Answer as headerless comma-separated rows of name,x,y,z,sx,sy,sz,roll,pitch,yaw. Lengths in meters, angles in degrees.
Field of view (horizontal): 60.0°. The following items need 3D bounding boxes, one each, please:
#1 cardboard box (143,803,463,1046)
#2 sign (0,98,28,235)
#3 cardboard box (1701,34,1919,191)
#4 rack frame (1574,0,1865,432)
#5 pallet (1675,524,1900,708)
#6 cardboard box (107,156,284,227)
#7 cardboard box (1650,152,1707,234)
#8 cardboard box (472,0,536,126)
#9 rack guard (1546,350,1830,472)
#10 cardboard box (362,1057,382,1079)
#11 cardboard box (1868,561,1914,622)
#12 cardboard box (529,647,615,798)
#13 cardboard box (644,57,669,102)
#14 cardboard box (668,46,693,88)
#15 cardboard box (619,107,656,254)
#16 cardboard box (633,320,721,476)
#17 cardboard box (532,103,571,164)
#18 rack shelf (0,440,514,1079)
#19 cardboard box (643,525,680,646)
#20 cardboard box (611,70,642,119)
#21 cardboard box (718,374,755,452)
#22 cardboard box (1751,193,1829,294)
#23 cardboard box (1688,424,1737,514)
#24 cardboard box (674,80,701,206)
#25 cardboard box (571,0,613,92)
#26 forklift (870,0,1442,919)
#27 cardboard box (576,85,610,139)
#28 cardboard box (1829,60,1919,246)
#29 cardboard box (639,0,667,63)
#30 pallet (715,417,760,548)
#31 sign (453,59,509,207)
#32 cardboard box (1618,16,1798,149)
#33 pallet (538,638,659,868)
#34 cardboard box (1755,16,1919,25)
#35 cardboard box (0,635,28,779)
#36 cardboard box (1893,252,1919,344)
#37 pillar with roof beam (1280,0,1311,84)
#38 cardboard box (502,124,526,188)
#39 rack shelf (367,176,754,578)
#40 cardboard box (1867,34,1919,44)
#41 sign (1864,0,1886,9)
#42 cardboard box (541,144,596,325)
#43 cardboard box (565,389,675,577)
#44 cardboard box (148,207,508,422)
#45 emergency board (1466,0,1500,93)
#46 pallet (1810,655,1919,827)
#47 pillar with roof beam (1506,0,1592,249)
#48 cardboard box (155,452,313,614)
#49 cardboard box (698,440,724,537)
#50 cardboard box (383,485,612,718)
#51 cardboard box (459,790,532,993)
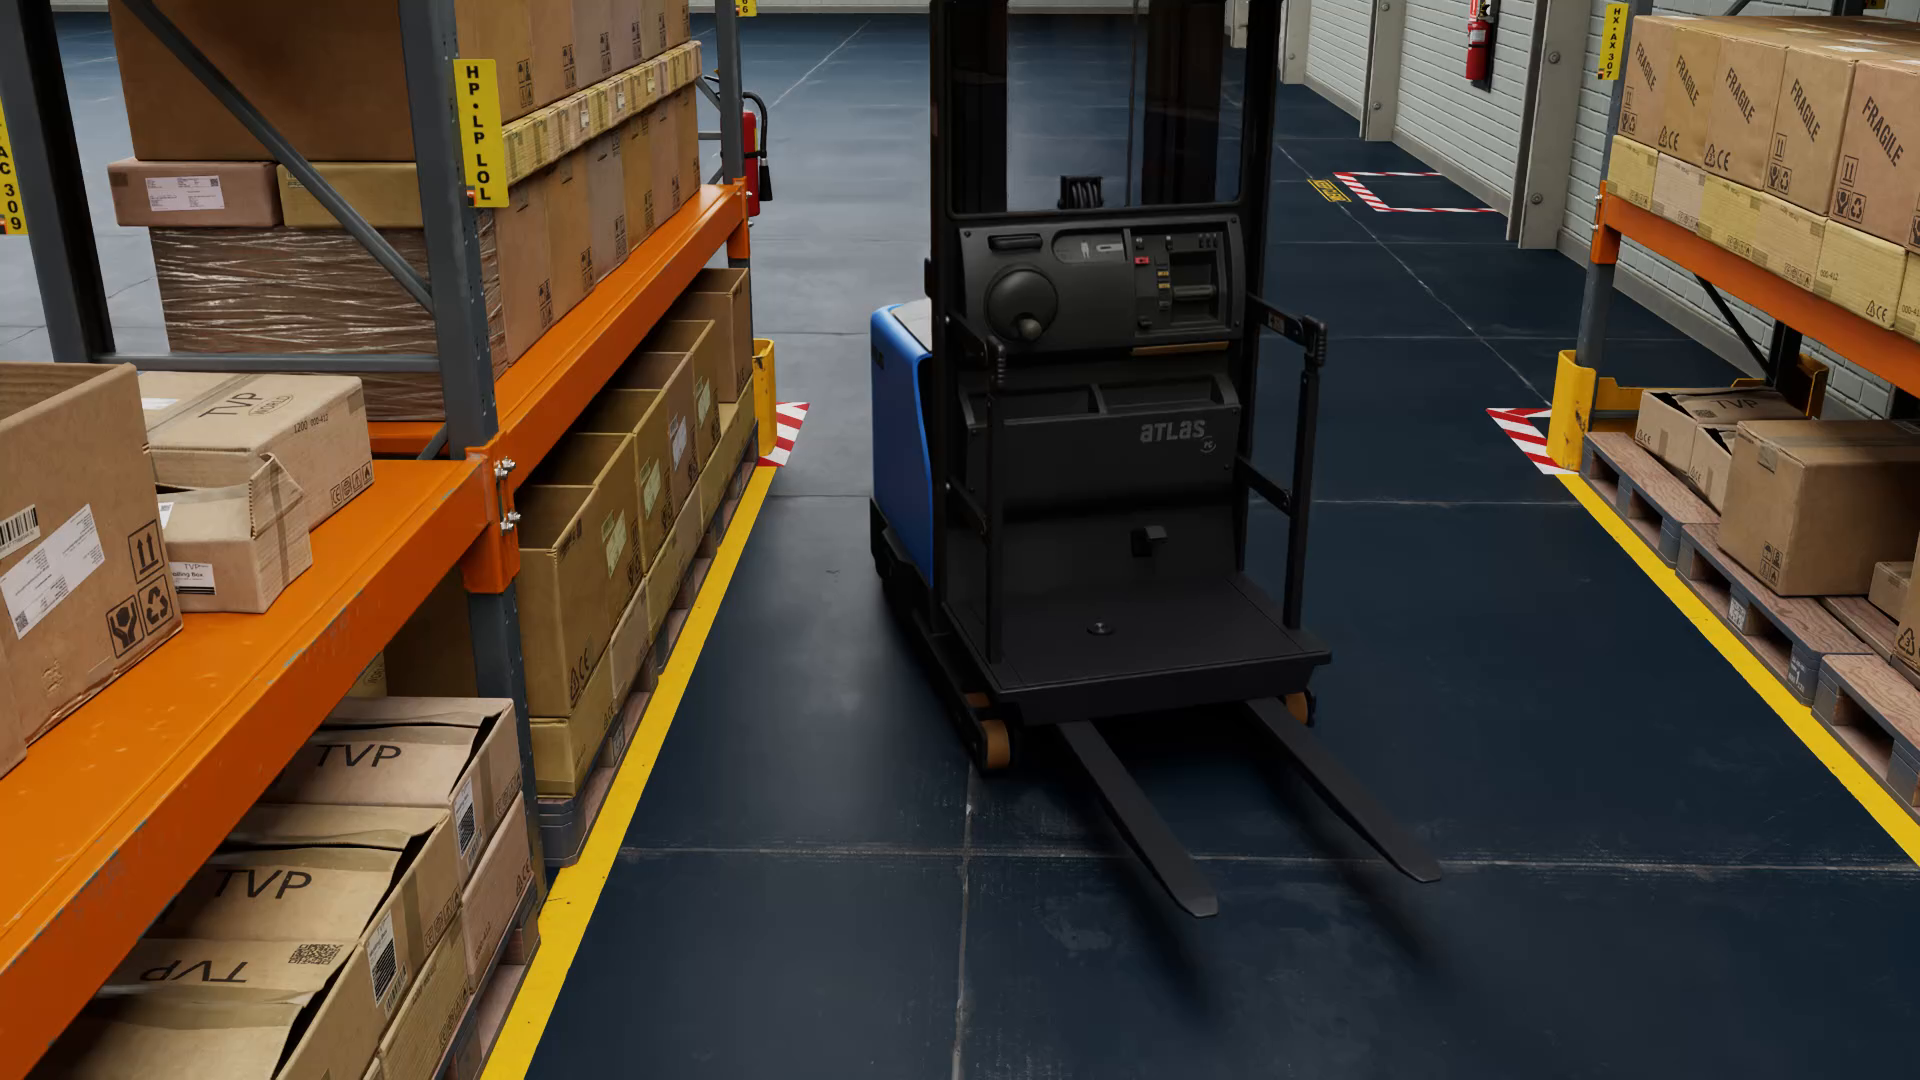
cardboard box,-1.359,0.749,3.397,0.500,0.311,0.500,1,21,3
sign,-2.179,-0.860,3.791,0.100,0.325,0.005,1,21,2
cardboard box,3.087,-1.561,6.048,0.500,0.500,0.500,0,21,0
rack frame,3.449,-1.807,7.538,1.000,3.000,0.127,1,21,2
pallet,3.347,0.254,6.082,1.003,0.211,1.213,1,21,2
cardboard box,-1.830,-0.863,4.072,0.380,0.149,0.250,1,21,2
cardboard box,3.115,-1.385,6.632,0.500,0.250,0.500,0,21,0
cardboard box,-1.603,-1.408,4.580,0.700,0.500,0.500,1,21,1
rack guard,3.447,-0.614,7.920,1.175,0.500,0.348,1,21,2
cardboard box,-1.379,1.194,3.027,0.500,0.250,0.500,1,21,3
cardboard box,3.396,0.186,5.737,0.380,0.149,0.250,-1,21,-3
cardboard box,-1.307,0.508,4.793,0.500,0.250,0.500,1,21,2
cardboard box,-1.348,-1.790,6.462,0.380,0.149,0.250,1,21,2
cardboard box,-1.330,-1.974,6.934,0.380,0.149,0.250,1,21,3
cardboard box,-1.561,-1.368,6.270,0.700,0.500,0.500,1,21,2
cardboard box,-1.237,-0.564,6.521,0.500,0.500,0.500,1,21,2
cardboard box,-1.392,-1.227,5.009,0.380,0.149,0.250,0,21,0
rack shelf,-1.685,0.645,2.214,1.077,0.370,4.000,1,21,2
cardboard box,-1.266,0.147,5.724,0.500,0.250,0.500,1,21,2
cardboard box,-1.361,-1.600,5.972,0.380,0.149,0.250,1,21,3
cardboard box,-1.223,-0.576,7.589,0.500,0.250,0.500,1,21,2
cardboard box,3.076,-1.018,5.686,0.500,0.250,0.500,1,21,2
cardboard box,3.321,-0.303,6.772,0.500,0.311,0.500,2,21,6
cardboard box,-1.529,-1.738,7.222,0.700,0.500,0.500,1,21,2
cardboard box,-1.571,-1.770,5.512,0.700,0.500,0.500,1,21,2
forklift,0.511,-0.801,5.040,1.130,2.935,3.031,-5,22,-14
cardboard box,-1.379,-1.418,5.501,0.380,0.149,0.250,0,21,1
cardboard box,3.068,-1.186,5.082,0.500,0.500,0.500,0,21,0
cardboard box,-1.542,-2.133,6.448,0.700,0.500,0.500,0,21,0
pallet,-1.484,-0.283,7.466,1.003,0.211,1.213,1,21,2
sign,-1.081,-0.914,3.746,0.100,0.325,0.005,1,21,2
cardboard box,3.134,-1.926,6.990,0.500,0.500,0.500,1,21,2
pallet,-1.558,0.599,5.192,1.003,0.211,1.213,1,21,2
cardboard box,3.647,-1.923,6.981,0.500,0.500,0.500,0,21,1
cardboard box,-1.695,0.189,2.257,0.500,0.500,0.500,1,21,2
cardboard box,3.062,-0.654,4.748,0.500,0.250,0.500,1,21,2
pillar with roof beam,0.537,-10.896,22.672,9.100,9.000,0.400,1,21,2
cardboard box,-1.409,-1.042,4.532,0.380,0.149,0.250,0,21,0
rack shelf,-1.563,-0.801,5.942,1.077,0.370,4.000,1,21,2
cardboard box,3.611,-1.554,6.030,0.500,0.500,0.500,0,21,0
sign,4.003,-2.480,7.237,0.100,0.325,0.005,1,21,2
cardboard box,-1.588,-0.993,5.302,0.700,0.500,0.500,1,21,2
cardboard box,-1.267,-0.203,5.589,0.500,0.500,0.500,1,21,2
cardboard box,-1.617,-0.621,4.343,0.700,0.500,0.500,0,21,0
emergency board,4.588,-4.606,14.754,0.194,1.169,0.643,1,21,2
pallet,3.313,0.696,4.942,1.003,0.211,1.213,1,21,2
pillar with roof beam,0.172,-6.558,11.489,9.100,9.000,0.400,1,21,2
cardboard box,-1.467,-0.031,3.148,0.396,0.266,0.258,0,21,0
cardboard box,-1.240,-0.215,6.656,0.500,0.250,0.500,1,21,2
cardboard box,-1.297,0.159,4.657,0.500,0.500,0.500,1,21,2
cardboard box,-1.347,0.826,3.975,0.500,0.250,0.500,0,21,1
